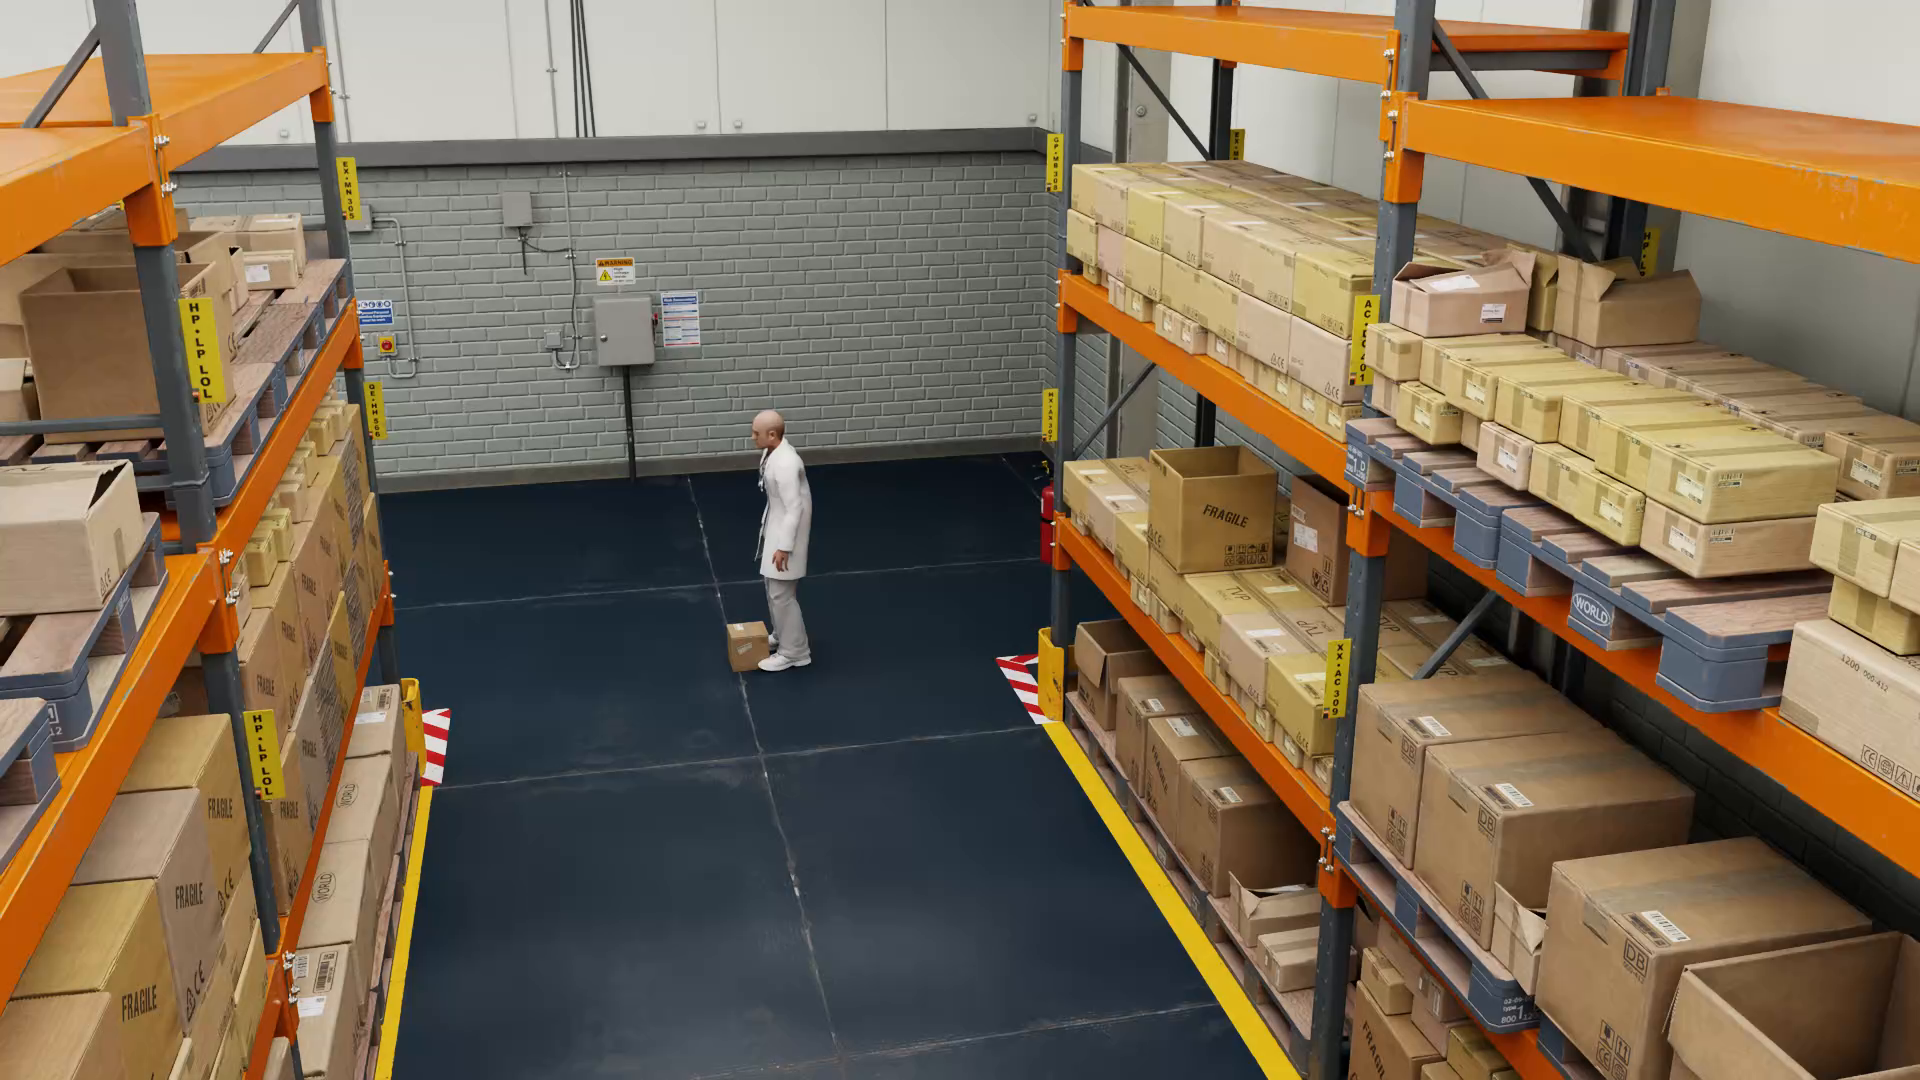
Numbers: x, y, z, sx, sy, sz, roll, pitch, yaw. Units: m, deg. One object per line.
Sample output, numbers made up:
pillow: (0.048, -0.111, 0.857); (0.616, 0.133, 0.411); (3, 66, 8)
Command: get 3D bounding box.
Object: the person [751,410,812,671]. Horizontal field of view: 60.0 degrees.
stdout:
person: (-1.199, -0.015, 11.128); (0.415, 1.769, 0.655); (-5, 20, -14)
